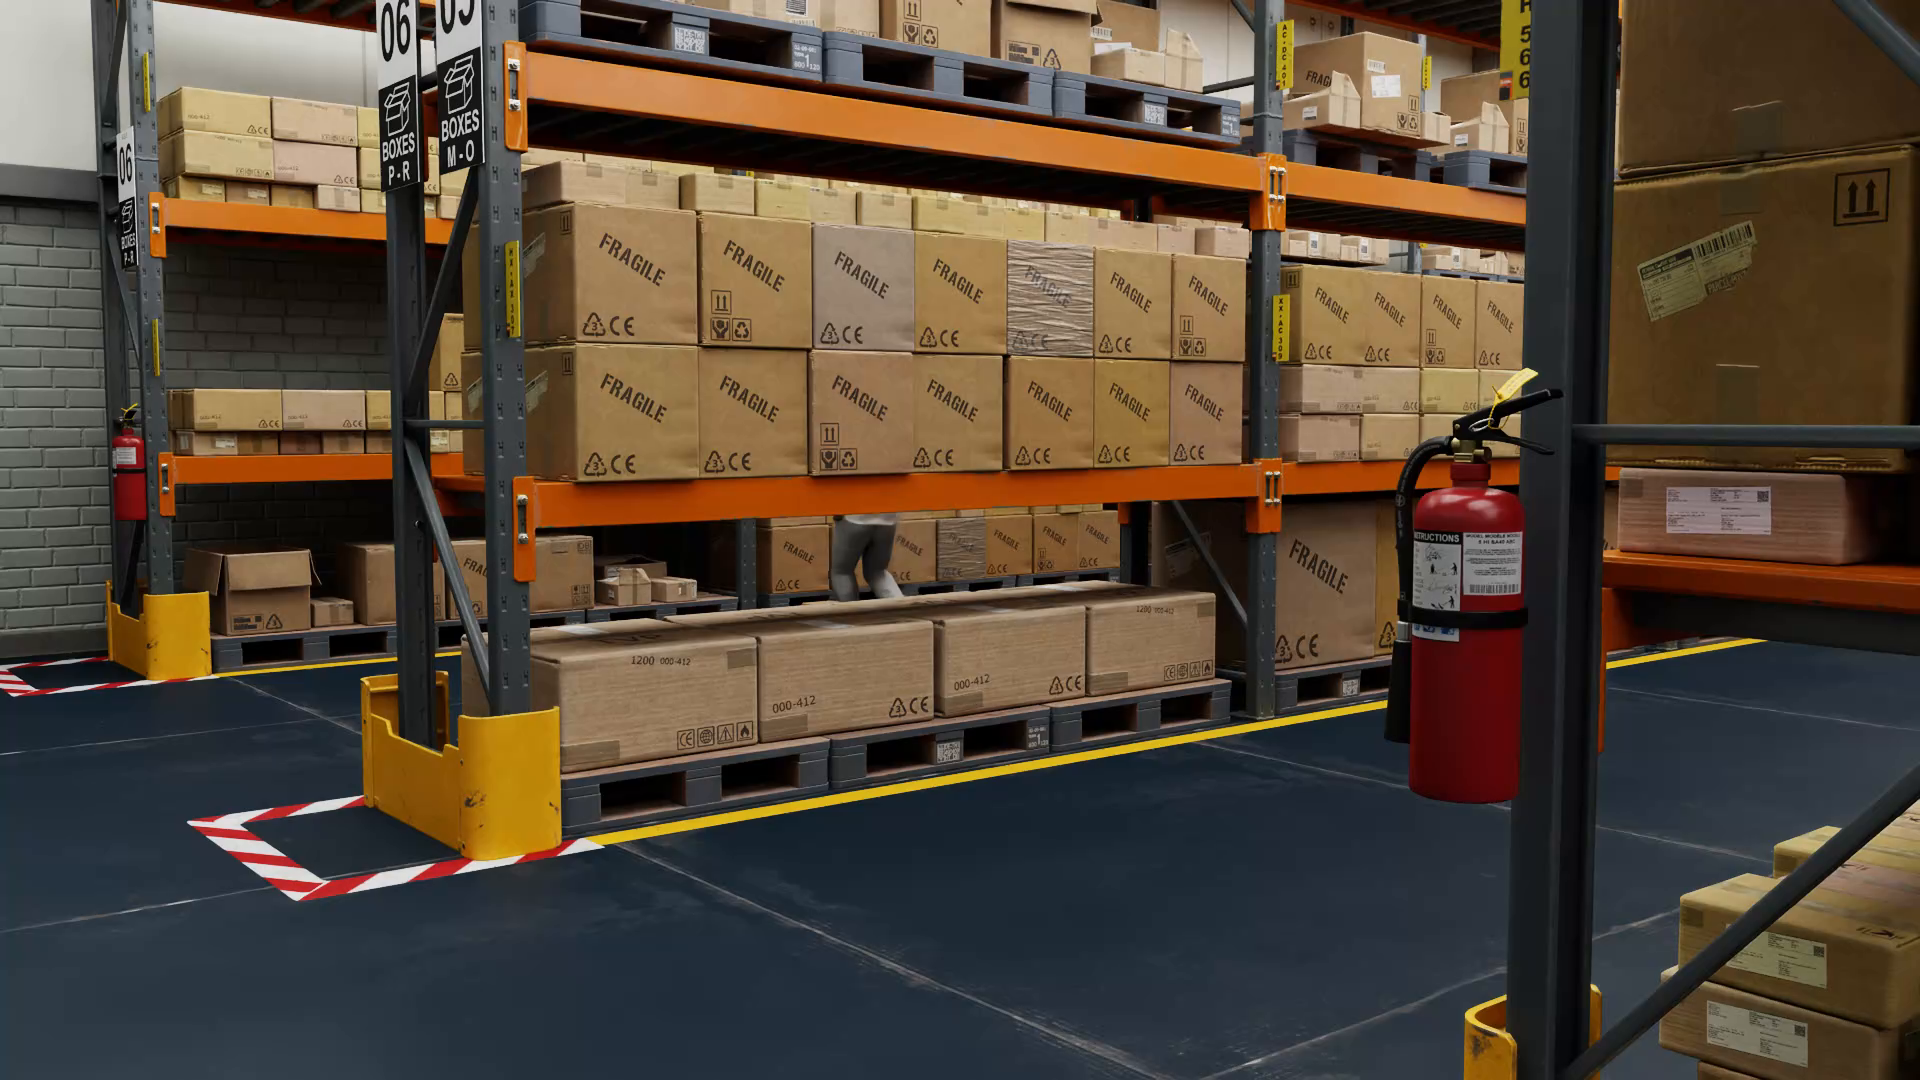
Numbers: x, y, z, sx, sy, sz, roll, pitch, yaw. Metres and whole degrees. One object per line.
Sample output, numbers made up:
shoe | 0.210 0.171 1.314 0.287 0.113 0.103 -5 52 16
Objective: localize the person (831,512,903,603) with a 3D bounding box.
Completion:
person | -0.649 -0.145 11.049 0.702 1.755 0.648 -3 5 -32
